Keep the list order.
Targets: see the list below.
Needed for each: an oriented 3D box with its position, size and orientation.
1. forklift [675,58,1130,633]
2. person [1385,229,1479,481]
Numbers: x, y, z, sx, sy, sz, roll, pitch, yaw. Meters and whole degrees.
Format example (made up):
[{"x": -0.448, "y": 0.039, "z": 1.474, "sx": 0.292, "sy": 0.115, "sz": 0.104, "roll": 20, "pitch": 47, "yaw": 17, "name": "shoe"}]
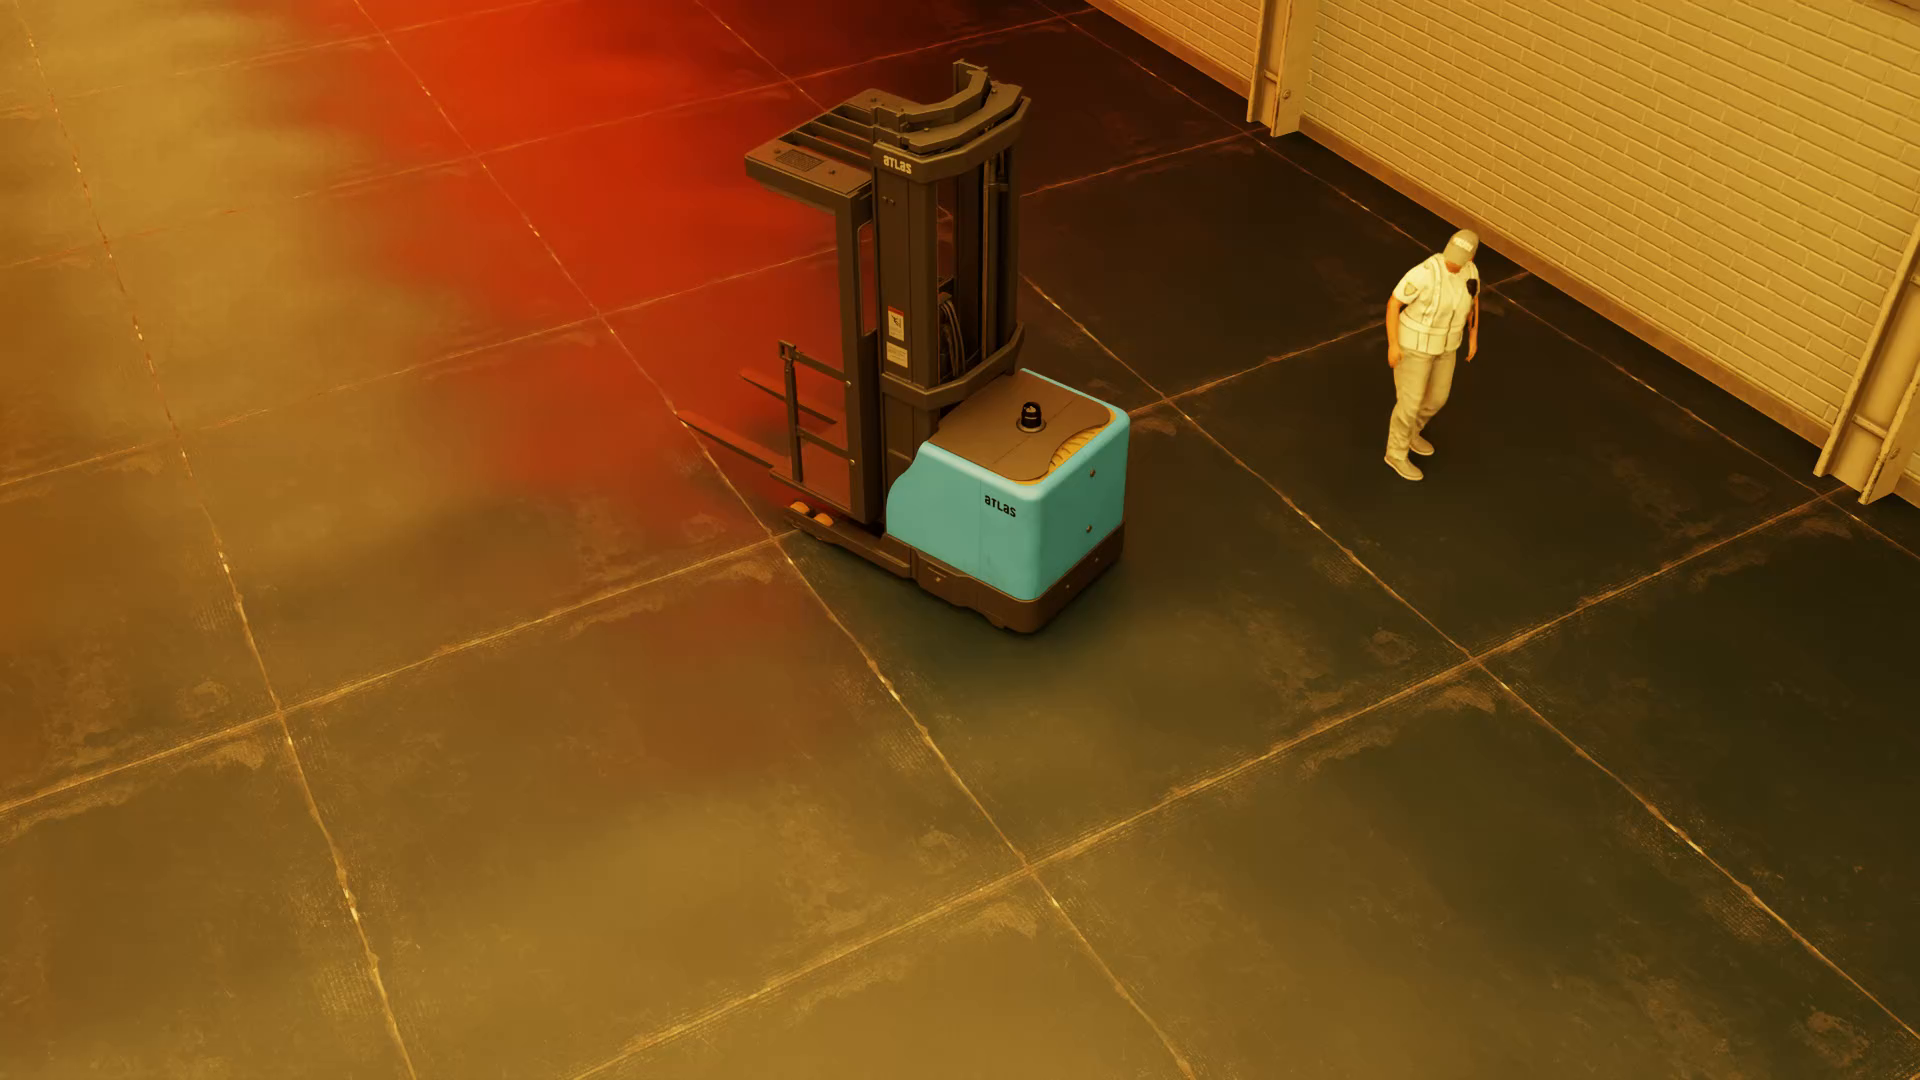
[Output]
[{"x": -0.481, "y": -1.366, "z": 9.683, "sx": 3.031, "sy": 2.935, "sz": 1.130, "roll": 26, "pitch": 46, "yaw": 28, "name": "forklift"}, {"x": 2.994, "y": -1.196, "z": 10.487, "sx": 0.665, "sy": 1.648, "sz": 0.516, "roll": -18, "pitch": 43, "yaw": -20, "name": "person"}]
